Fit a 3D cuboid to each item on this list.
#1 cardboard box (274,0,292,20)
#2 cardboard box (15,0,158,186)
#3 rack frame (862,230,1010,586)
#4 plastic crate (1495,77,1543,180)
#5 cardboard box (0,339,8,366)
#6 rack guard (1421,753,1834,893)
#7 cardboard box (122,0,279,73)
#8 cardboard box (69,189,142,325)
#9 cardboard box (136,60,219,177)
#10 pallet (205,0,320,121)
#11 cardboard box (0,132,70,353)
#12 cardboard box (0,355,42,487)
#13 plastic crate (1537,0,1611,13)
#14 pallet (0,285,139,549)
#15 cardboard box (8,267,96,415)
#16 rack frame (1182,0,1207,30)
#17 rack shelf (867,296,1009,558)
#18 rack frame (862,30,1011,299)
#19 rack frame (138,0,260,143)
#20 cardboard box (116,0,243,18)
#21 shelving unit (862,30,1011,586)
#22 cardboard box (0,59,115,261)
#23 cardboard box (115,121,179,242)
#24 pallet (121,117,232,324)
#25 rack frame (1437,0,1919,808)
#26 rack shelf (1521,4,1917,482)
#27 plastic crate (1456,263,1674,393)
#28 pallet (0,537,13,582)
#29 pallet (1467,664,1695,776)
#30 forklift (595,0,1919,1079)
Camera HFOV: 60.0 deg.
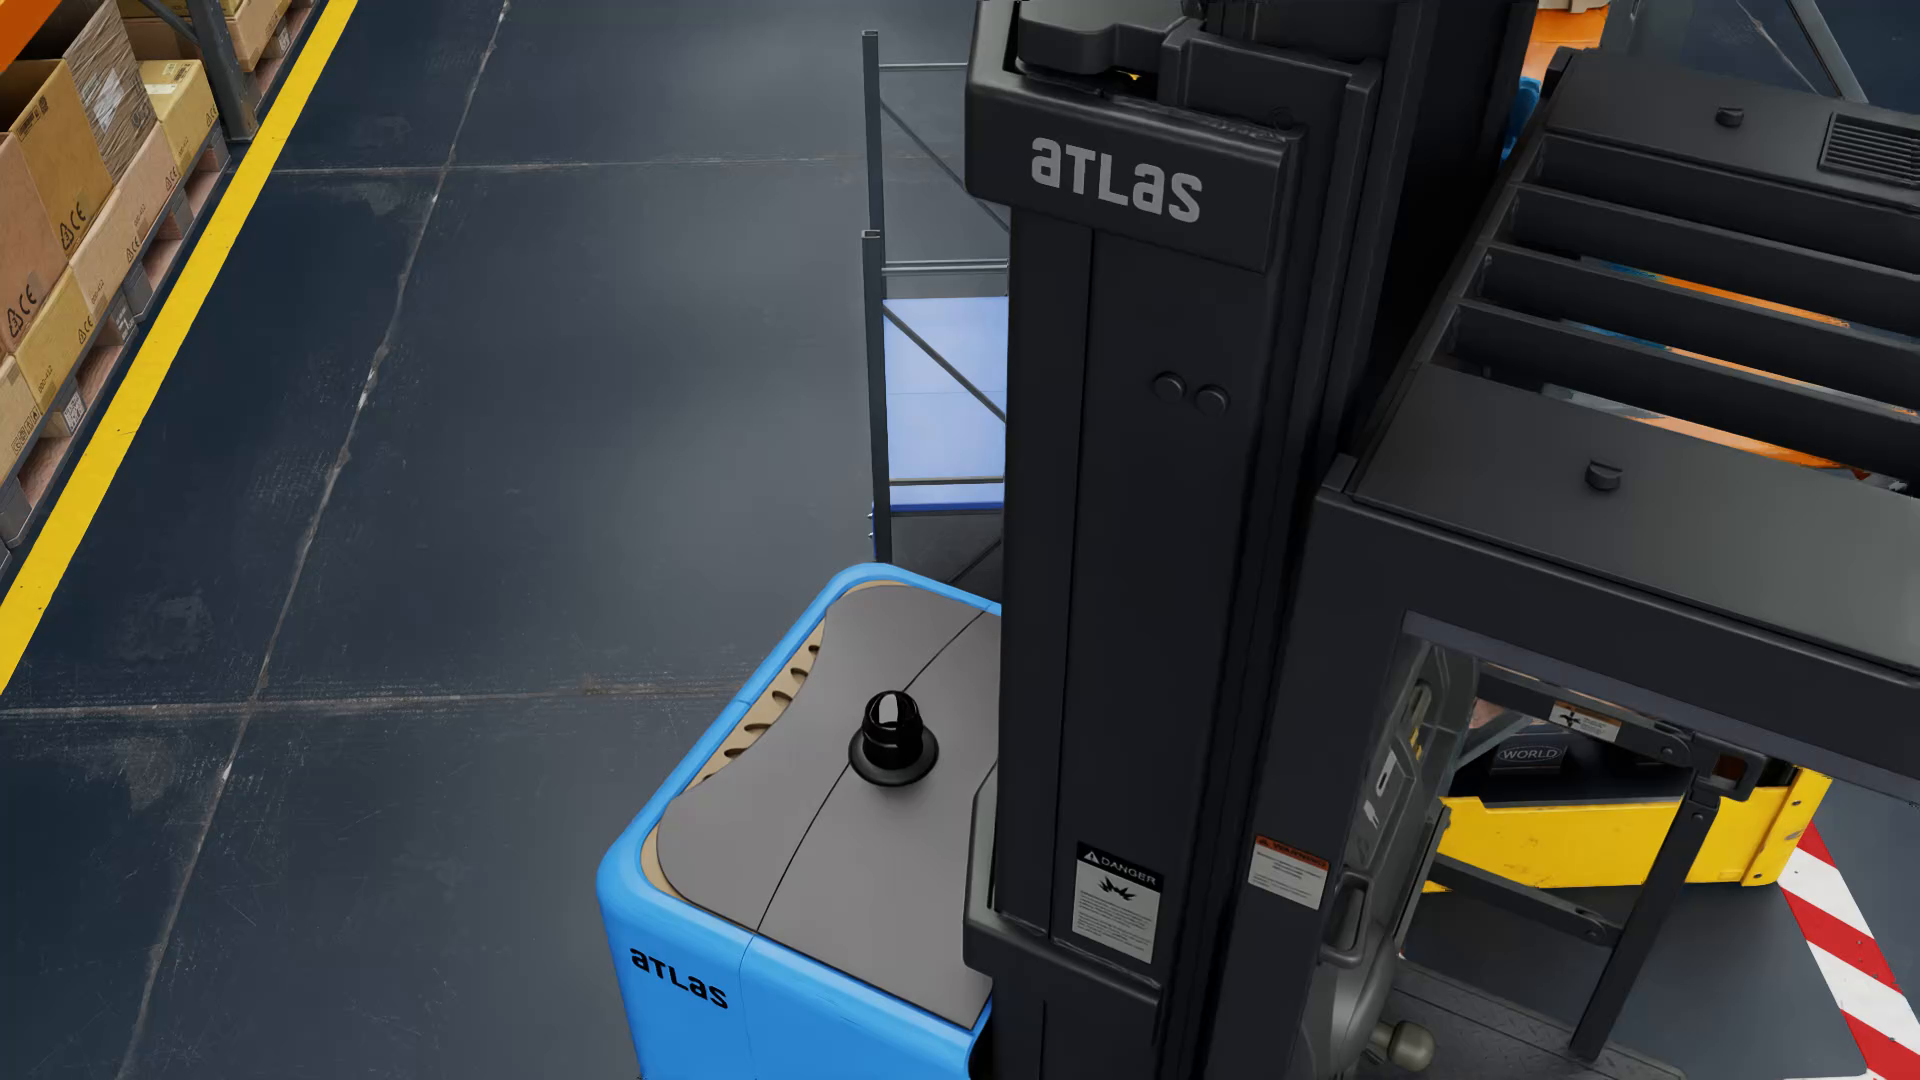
[{"bbox_3d":[-3.315,-2.596,7.586,0.500,0.250,0.500,-1,43,-1],"label":"cardboard box"},{"bbox_3d":[-3.277,-1.603,5.948,0.500,0.500,0.500,-2,43,-2],"label":"cardboard box"},{"bbox_3d":[0.025,-0.152,4.306,0.500,1.500,0.032,-2,43,-2],"label":"rack frame"},{"bbox_3d":[1.252,-0.983,4.212,0.499,0.251,0.408,-2,43,-2],"label":"plastic crate"},{"bbox_3d":[-3.213,-0.591,4.844,0.500,0.500,0.500,-2,43,-2],"label":"cardboard box"},{"bbox_3d":[1.544,0.602,4.223,1.175,0.500,0.348,-2,43,-2],"label":"rack guard"},{"bbox_3d":[-3.294,-2.251,7.210,0.500,0.250,0.500,-3,43,-3],"label":"cardboard box"},{"bbox_3d":[-3.239,-0.990,5.834,0.500,0.250,0.500,-2,43,-2],"label":"cardboard box"},{"bbox_3d":[-3.287,-1.665,6.570,0.500,0.250,0.500,-2,43,-2],"label":"cardboard box"},{"bbox_3d":[-3.595,-2.299,7.601,1.003,0.211,1.213,-2,43,-2],"label":"pallet"},{"bbox_3d":[-3.216,-0.929,5.212,0.500,0.500,0.500,-2,43,-2],"label":"cardboard box"},{"bbox_3d":[-3.201,-0.315,5.097,0.500,0.250,0.500,-2,43,-2],"label":"cardboard box"},{"bbox_3d":[1.746,-1.784,5.171,0.530,0.136,0.437,-2,43,-2],"label":"plastic crate"},{"bbox_3d":[-3.478,-0.439,5.572,1.003,0.211,1.213,-2,43,-2],"label":"pallet"},{"bbox_3d":[-3.217,-0.652,5.466,0.500,0.250,0.500,-2,43,-2],"label":"cardboard box"},{"bbox_3d":[1.424,-2.970,6.270,1.000,3.000,0.127,-2,43,-2],"label":"rack frame"},{"bbox_3d":[0.004,-0.363,4.802,0.538,0.185,1.000,-2,43,-2],"label":"rack shelf"},{"bbox_3d":[-0.018,-0.838,5.055,0.500,1.500,0.032,-2,43,-2],"label":"rack frame"},{"bbox_3d":[-3.525,-2.830,6.118,1.000,3.000,0.127,-2,43,-2],"label":"rack frame"},{"bbox_3d":[-3.293,-2.464,7.028,0.500,0.311,0.500,-2,43,-2],"label":"cardboard box"},{"bbox_3d":[0.004,-0.495,4.680,0.538,1.500,1.048,-2,43,-2],"label":"shelving unit"},{"bbox_3d":[-3.252,-1.266,5.580,0.500,0.500,0.500,-2,43,-2],"label":"cardboard box"},{"bbox_3d":[-3.275,-1.327,6.202,0.500,0.250,0.500,-2,43,-2],"label":"cardboard box"},{"bbox_3d":[-3.533,-1.264,6.473,1.003,0.211,1.213,-2,43,-2],"label":"pallet"},{"bbox_3d":[1.594,-0.270,3.324,1.000,3.000,0.127,-2,43,-2],"label":"rack frame"},{"bbox_3d":[1.509,-1.355,5.040,1.077,0.370,4.000,-2,43,-2],"label":"rack shelf"},{"bbox_3d":[1.274,-0.544,3.734,0.499,0.251,0.616,-2,43,-2],"label":"plastic crate"},{"bbox_3d":[-3.429,0.383,4.676,1.003,0.211,1.213,-2,43,-2],"label":"pallet"},{"bbox_3d":[1.515,0.160,4.919,1.003,0.211,1.213,-2,43,-2],"label":"pallet"},{"bbox_3d":[0.866,0.483,2.554,3.031,2.935,1.130,19,46,20],"label":"forklift"}]
